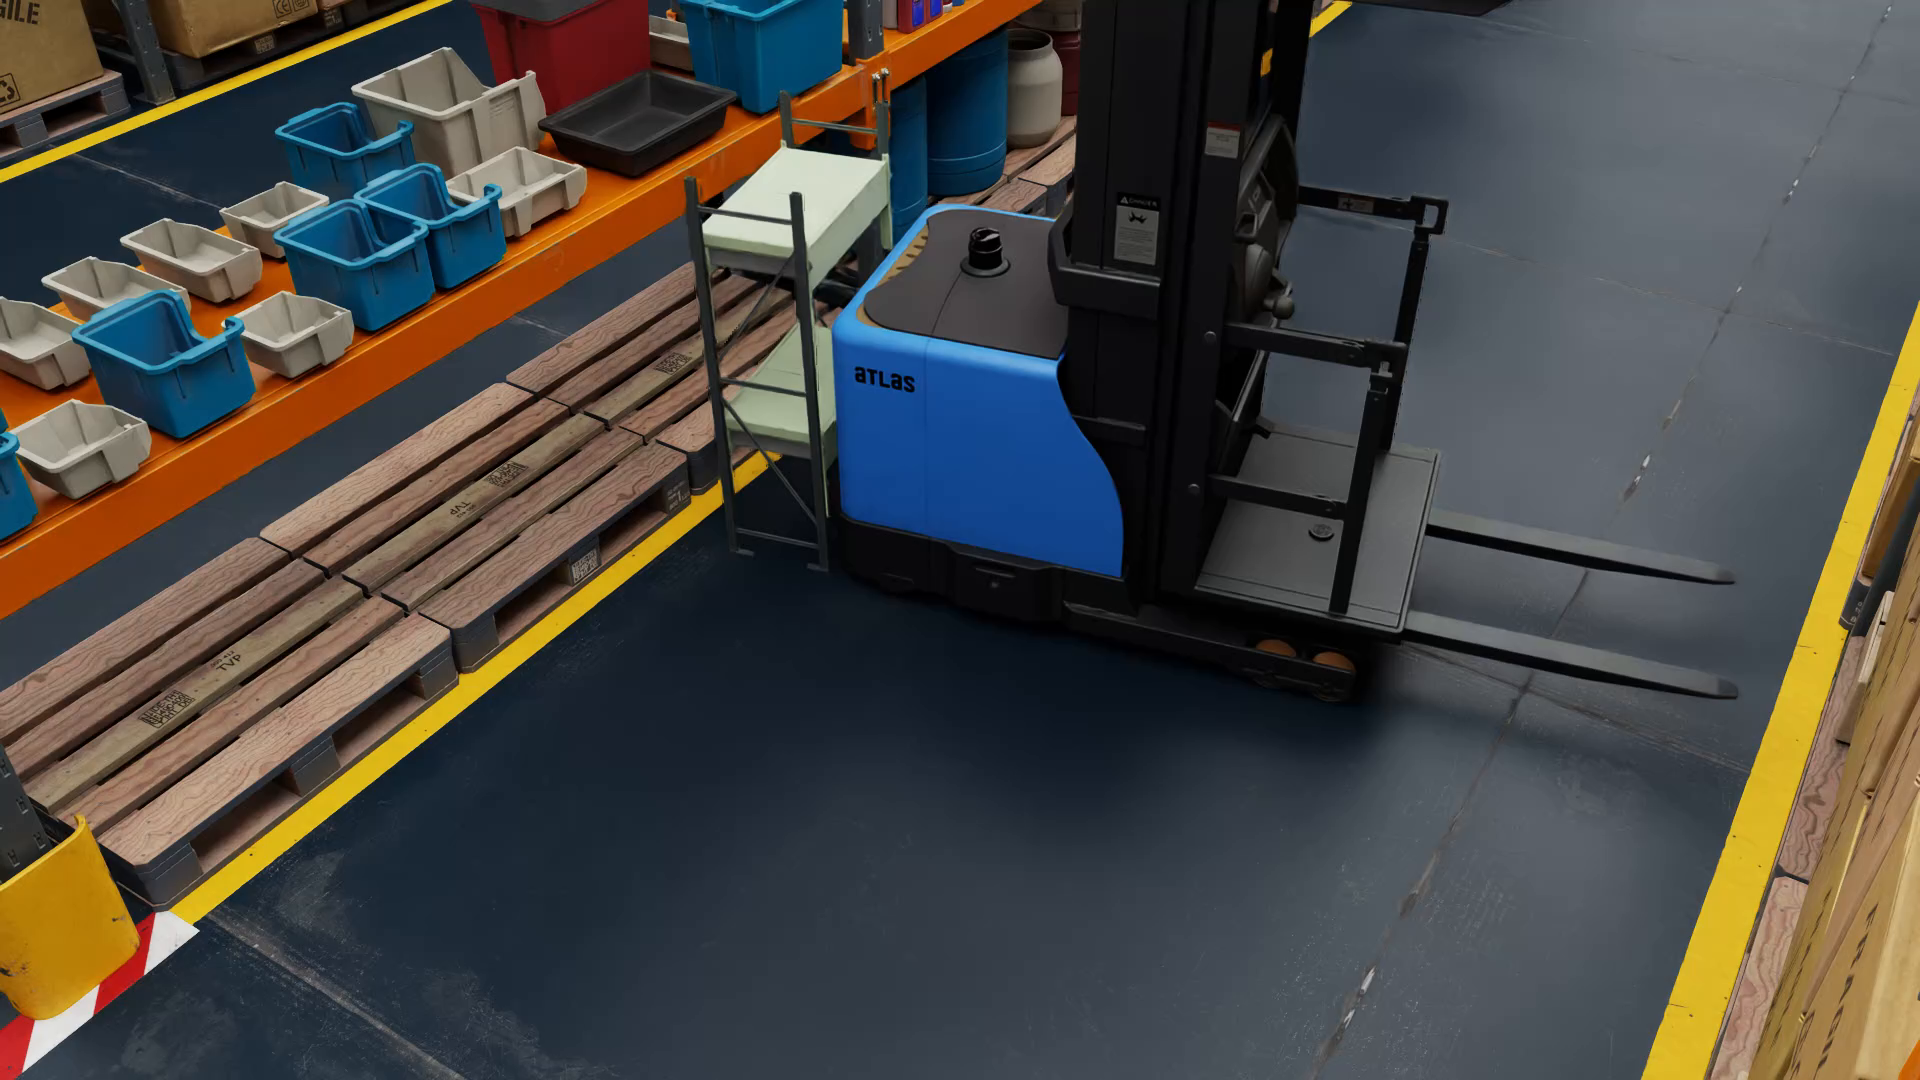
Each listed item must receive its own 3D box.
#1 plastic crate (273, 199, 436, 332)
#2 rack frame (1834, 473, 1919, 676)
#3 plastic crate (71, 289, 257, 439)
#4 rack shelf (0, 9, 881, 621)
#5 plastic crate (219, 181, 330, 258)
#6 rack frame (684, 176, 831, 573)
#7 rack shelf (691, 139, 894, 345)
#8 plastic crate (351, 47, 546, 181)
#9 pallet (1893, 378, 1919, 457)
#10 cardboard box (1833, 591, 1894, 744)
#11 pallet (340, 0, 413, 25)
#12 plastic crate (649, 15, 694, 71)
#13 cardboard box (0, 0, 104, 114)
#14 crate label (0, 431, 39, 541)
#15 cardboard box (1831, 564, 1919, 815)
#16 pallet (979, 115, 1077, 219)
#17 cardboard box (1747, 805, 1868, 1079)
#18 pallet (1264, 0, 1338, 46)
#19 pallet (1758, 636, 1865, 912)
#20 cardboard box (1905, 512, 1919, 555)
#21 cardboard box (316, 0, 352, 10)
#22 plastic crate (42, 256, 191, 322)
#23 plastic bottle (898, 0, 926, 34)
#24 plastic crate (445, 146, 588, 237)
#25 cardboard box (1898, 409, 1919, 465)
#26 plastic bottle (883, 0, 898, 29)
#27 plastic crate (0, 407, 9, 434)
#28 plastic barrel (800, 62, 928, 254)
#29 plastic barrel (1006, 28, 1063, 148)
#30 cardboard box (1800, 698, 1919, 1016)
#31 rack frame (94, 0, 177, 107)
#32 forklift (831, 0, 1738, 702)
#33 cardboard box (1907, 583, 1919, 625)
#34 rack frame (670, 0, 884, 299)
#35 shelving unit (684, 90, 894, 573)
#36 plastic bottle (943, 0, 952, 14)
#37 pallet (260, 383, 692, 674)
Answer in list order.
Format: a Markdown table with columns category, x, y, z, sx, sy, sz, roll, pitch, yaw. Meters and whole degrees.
| category | x | y | z | sx | sy | sz | roll | pitch | yaw |
| --- | --- | --- | --- | --- | --- | --- | --- | --- | --- |
| plastic crate | -1.782 | -0.811 | 4.933 | 0.416 | 0.233 | 0.300 | 21 | 42 | 25 |
| rack frame | 3.426 | -0.595 | 4.565 | 1.000 | 3.000 | 0.127 | 21 | 42 | 25 |
| plastic crate | -2.134 | -0.472 | 4.493 | 0.416 | 0.233 | 0.300 | 21 | 42 | 25 |
| rack shelf | -1.826 | -0.902 | 5.552 | 1.077 | 0.370 | 4.000 | 21 | 42 | 25 |
| plastic crate | -2.174 | -1.009 | 5.269 | 0.298 | 0.136 | 0.250 | 21 | 42 | 25 |
| rack frame | -0.675 | -0.519 | 5.689 | 0.400 | 1.500 | 0.023 | 11 | 39 | 16 |
| rack shelf | -0.559 | -1.040 | 5.726 | 0.431 | 0.370 | 0.720 | 11 | 39 | 16 |
| plastic crate | -1.728 | -1.467 | 5.745 | 0.437 | 0.282 | 0.530 | 21 | 42 | 25 |
| pallet | 4.483 | -0.554 | 6.796 | 1.003 | 0.211 | 1.213 | 21 | 42 | 25 |
| cardboard box | 3.019 | 0.441 | 5.063 | 0.500 | 0.311 | 0.500 | 21 | 42 | 25 |
| pallet | -3.934 | -3.787 | 10.990 | 1.003 | 0.211 | 1.213 | 21 | 42 | 25 |
| plastic crate | -1.124 | -1.944 | 6.481 | 0.396 | 0.136 | 0.243 | 21 | 42 | 25 |
| cardboard box | -5.358 | -2.848 | 8.884 | 0.875 | 0.875 | 0.875 | 21 | 42 | 25 |
| crate label | -2.487 | -0.132 | 4.053 | 0.416 | 0.233 | 0.303 | 21 | 42 | 25 |
| cardboard box | 2.110 | 0.324 | 3.292 | 0.500 | 0.500 | 0.500 | 21 | 42 | 25 |
| pallet | 0.347 | -2.129 | 8.838 | 1.003 | 0.211 | 1.213 | 21 | 42 | 25 |
| cardboard box | 1.568 | 0.839 | 2.623 | 0.500 | 0.500 | 0.500 | 22 | 43 | 25 |
| pallet | 1.837 | -3.562 | 10.698 | 1.003 | 0.211 | 1.213 | 21 | 42 | 25 |
| pallet | 3.058 | 0.863 | 4.958 | 1.003 | 0.211 | 1.213 | 21 | 42 | 25 |
| cardboard box | 2.651 | -0.196 | 3.966 | 0.500 | 0.500 | 0.500 | 22 | 43 | 26 |
| cardboard box | -4.132 | -3.960 | 10.326 | 1.225 | 0.875 | 0.875 | 20 | 42 | 24 |
| plastic crate | -2.446 | -0.699 | 4.867 | 0.396 | 0.136 | 0.243 | 21 | 42 | 25 |
| plastic bottle | -0.198 | -2.221 | 6.769 | 0.061 | 0.283 | 0.133 | 21 | 42 | 25 |
| plastic crate | -1.433 | -1.141 | 5.440 | 0.293 | 0.136 | 0.466 | 21 | 42 | 25 |
| cardboard box | 3.721 | -0.380 | 5.973 | 0.500 | 0.500 | 0.500 | 21 | 42 | 25 |
| plastic bottle | -0.270 | -2.294 | 6.810 | 0.144 | 0.351 | 0.185 | 21 | 42 | 25 |
| plastic crate | -2.876 | -0.427 | 4.269 | 0.616 | 0.435 | 0.499 | 21 | 42 | 25 |
| plastic barrel | -0.448 | -1.828 | 7.539 | 0.600 | 0.901 | 0.708 | 21 | 42 | 25 |
| plastic barrel | 0.309 | -2.300 | 8.471 | 0.421 | 0.512 | 0.421 | 0 | 38 | 0 |
| cardboard box | 1.559 | 0.451 | 2.307 | 0.500 | 0.500 | 0.500 | 22 | 43 | 26 |
| rack frame | -4.936 | -3.838 | 8.771 | 1.000 | 3.000 | 0.127 | 21 | 42 | 25 |
| forklift | 1.136 | -0.988 | 5.131 | 3.031 | 2.935 | 1.130 | 12 | 39 | 15 |
| cardboard box | 2.108 | -0.082 | 2.999 | 0.500 | 0.500 | 0.500 | 23 | 43 | 26 |
| rack frame | -0.754 | -2.217 | 6.670 | 1.000 | 3.000 | 0.127 | 21 | 42 | 25 |
| shelving unit | -0.554 | -0.730 | 5.963 | 0.431 | 1.500 | 0.755 | 11 | 39 | 16 |
| plastic bottle | -0.080 | -2.323 | 6.969 | 0.097 | 0.201 | 0.097 | 0 | 38 | 0 |
| pallet | -1.768 | -0.090 | 6.194 | 1.003 | 0.211 | 1.213 | 21 | 42 | 25 |
